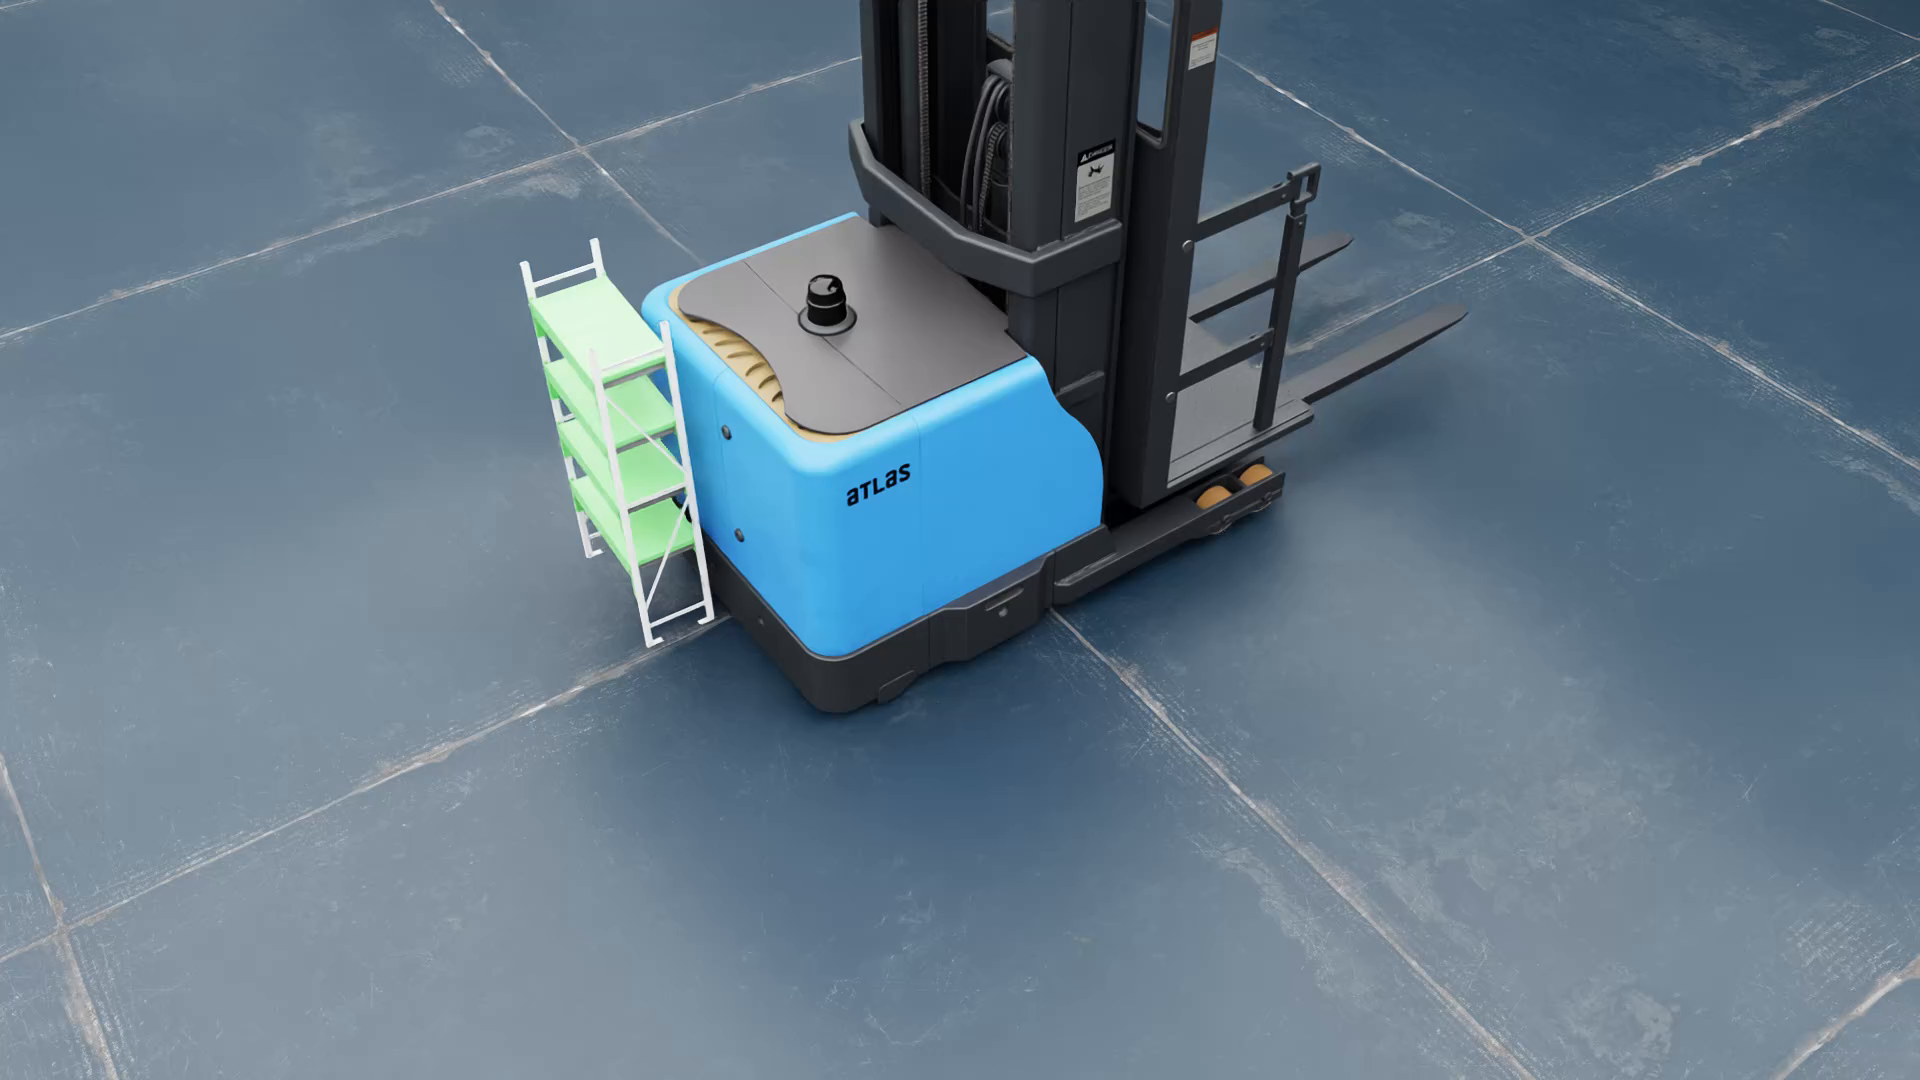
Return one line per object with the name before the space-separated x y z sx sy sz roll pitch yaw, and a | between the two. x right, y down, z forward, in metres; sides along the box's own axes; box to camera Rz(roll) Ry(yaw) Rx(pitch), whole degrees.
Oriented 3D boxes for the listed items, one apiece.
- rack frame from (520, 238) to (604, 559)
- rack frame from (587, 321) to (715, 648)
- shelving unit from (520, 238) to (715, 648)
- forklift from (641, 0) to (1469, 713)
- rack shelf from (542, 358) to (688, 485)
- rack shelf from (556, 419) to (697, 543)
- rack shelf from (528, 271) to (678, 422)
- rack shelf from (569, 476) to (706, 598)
rack frame | -1.177 -0.417 5.317 0.240 1.200 0.015 -24 49 -23
rack frame | -0.916 -0.132 5.019 0.240 1.200 0.015 -24 49 -23
shelving unit | -1.047 -0.275 5.168 0.258 1.200 0.503 -24 49 -23
forklift | 0.521 -1.353 5.045 3.031 2.935 1.130 -26 50 -25
rack shelf | -1.048 -0.402 5.046 0.258 0.148 0.480 -24 49 -23
rack shelf | -1.046 -0.229 5.212 0.258 0.148 0.480 -24 49 -23
rack shelf | -1.049 -0.575 4.879 0.258 0.148 0.480 -24 49 -23
rack shelf | -1.045 -0.056 5.378 0.258 0.148 0.480 -24 49 -23
